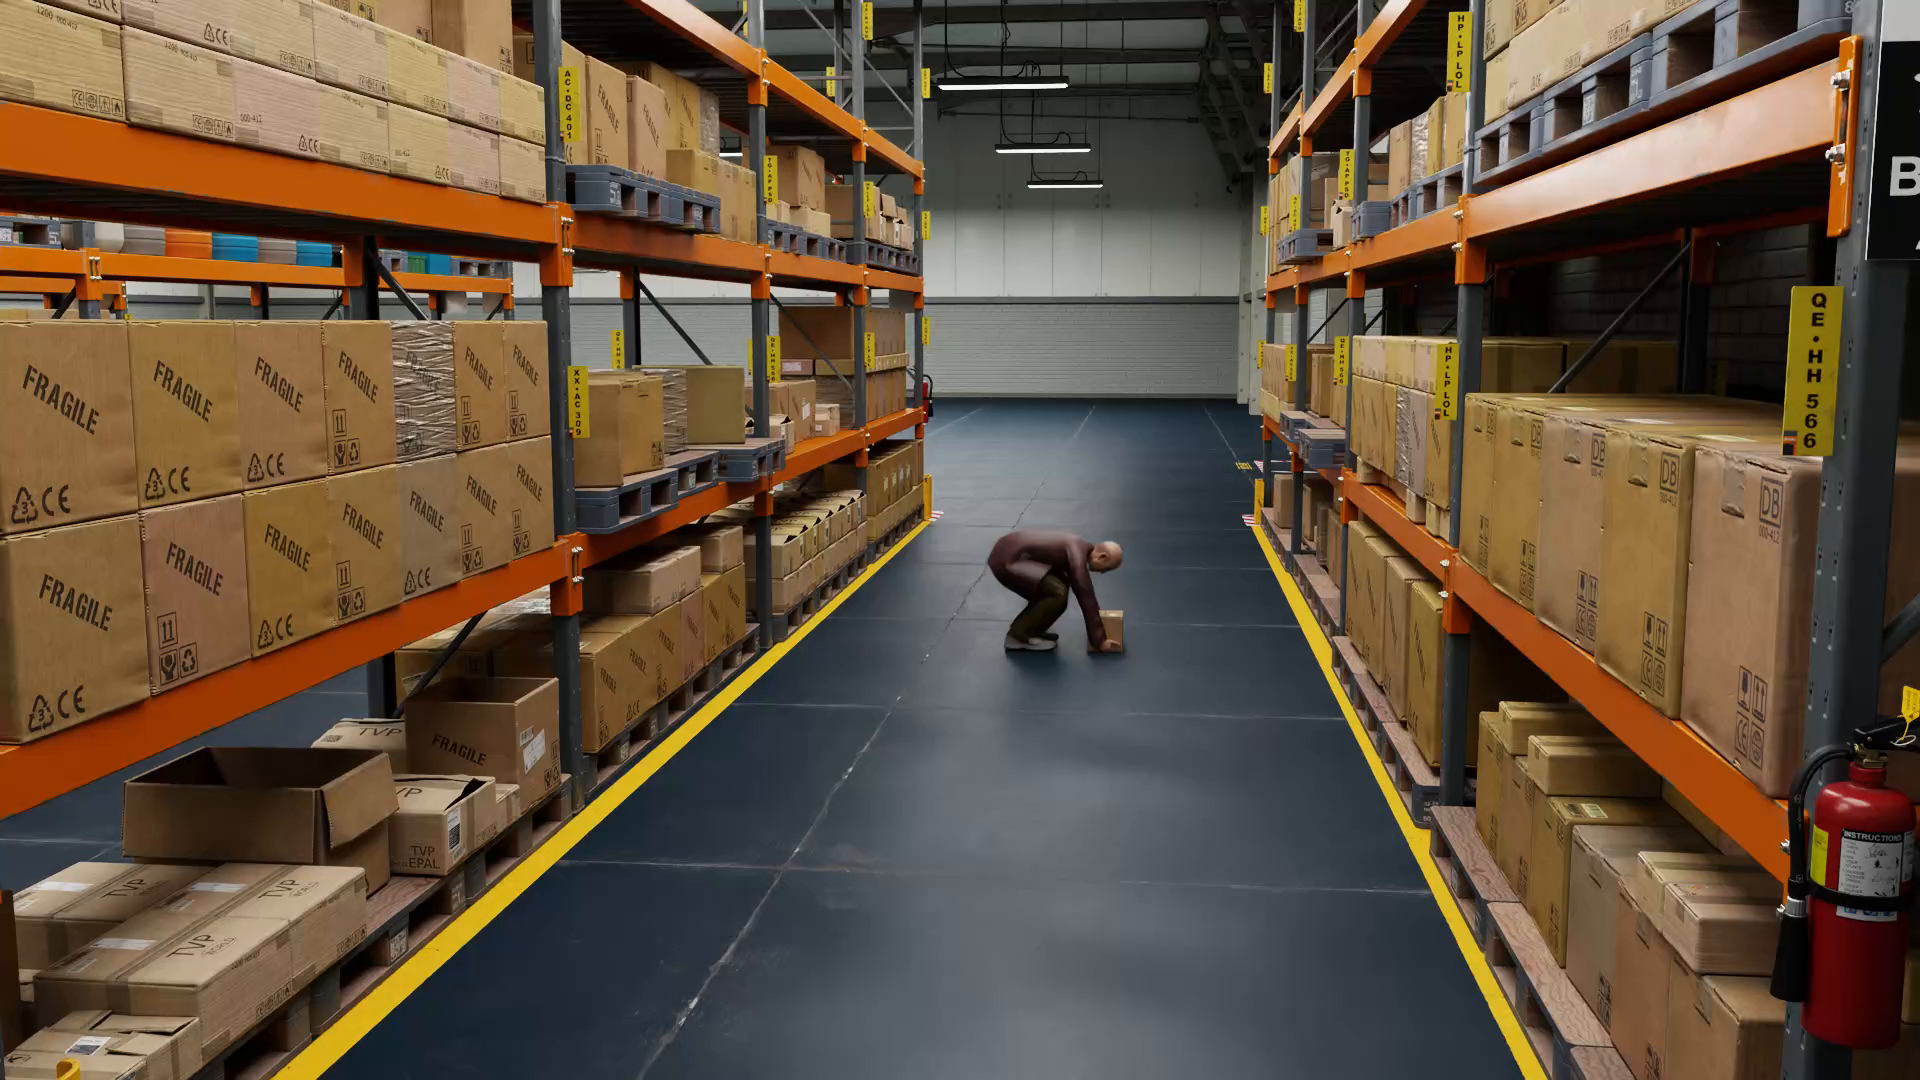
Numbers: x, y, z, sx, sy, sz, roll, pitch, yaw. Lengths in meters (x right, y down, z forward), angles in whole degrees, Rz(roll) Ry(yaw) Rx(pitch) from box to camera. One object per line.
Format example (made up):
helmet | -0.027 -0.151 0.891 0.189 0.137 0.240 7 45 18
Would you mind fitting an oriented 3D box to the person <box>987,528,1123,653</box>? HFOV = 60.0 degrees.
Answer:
person | 0.674 0.350 11.807 0.957 0.873 0.589 1 7 4
